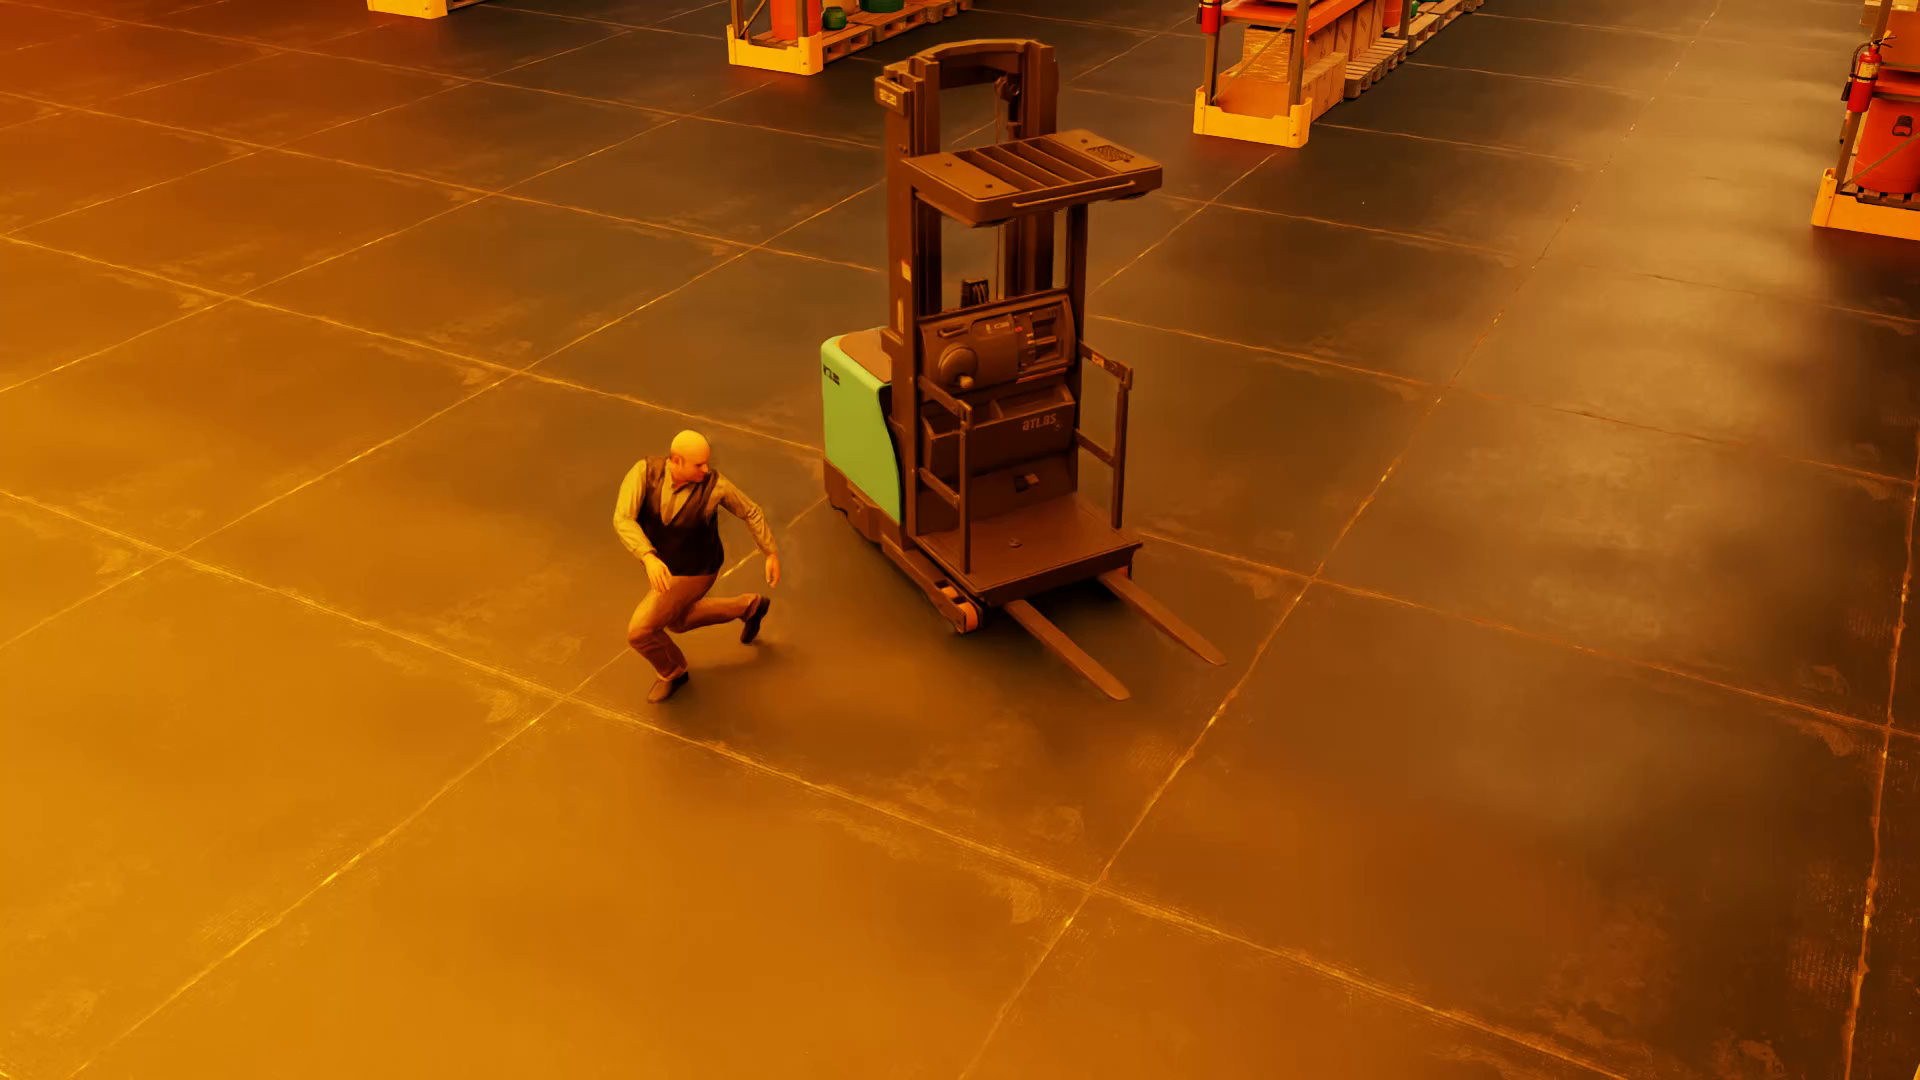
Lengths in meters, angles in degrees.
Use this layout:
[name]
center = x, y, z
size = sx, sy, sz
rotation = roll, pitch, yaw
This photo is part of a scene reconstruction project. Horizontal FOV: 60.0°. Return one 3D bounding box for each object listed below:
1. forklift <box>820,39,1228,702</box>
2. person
[forklift]
center = 0.321, -1.023, 8.843
size = 1.130, 2.935, 3.031
rotation = -16, 34, -26
[person]
center = -1.322, 0.086, 8.422
size = 0.639, 1.498, 0.885
rotation = 21, 36, 32
